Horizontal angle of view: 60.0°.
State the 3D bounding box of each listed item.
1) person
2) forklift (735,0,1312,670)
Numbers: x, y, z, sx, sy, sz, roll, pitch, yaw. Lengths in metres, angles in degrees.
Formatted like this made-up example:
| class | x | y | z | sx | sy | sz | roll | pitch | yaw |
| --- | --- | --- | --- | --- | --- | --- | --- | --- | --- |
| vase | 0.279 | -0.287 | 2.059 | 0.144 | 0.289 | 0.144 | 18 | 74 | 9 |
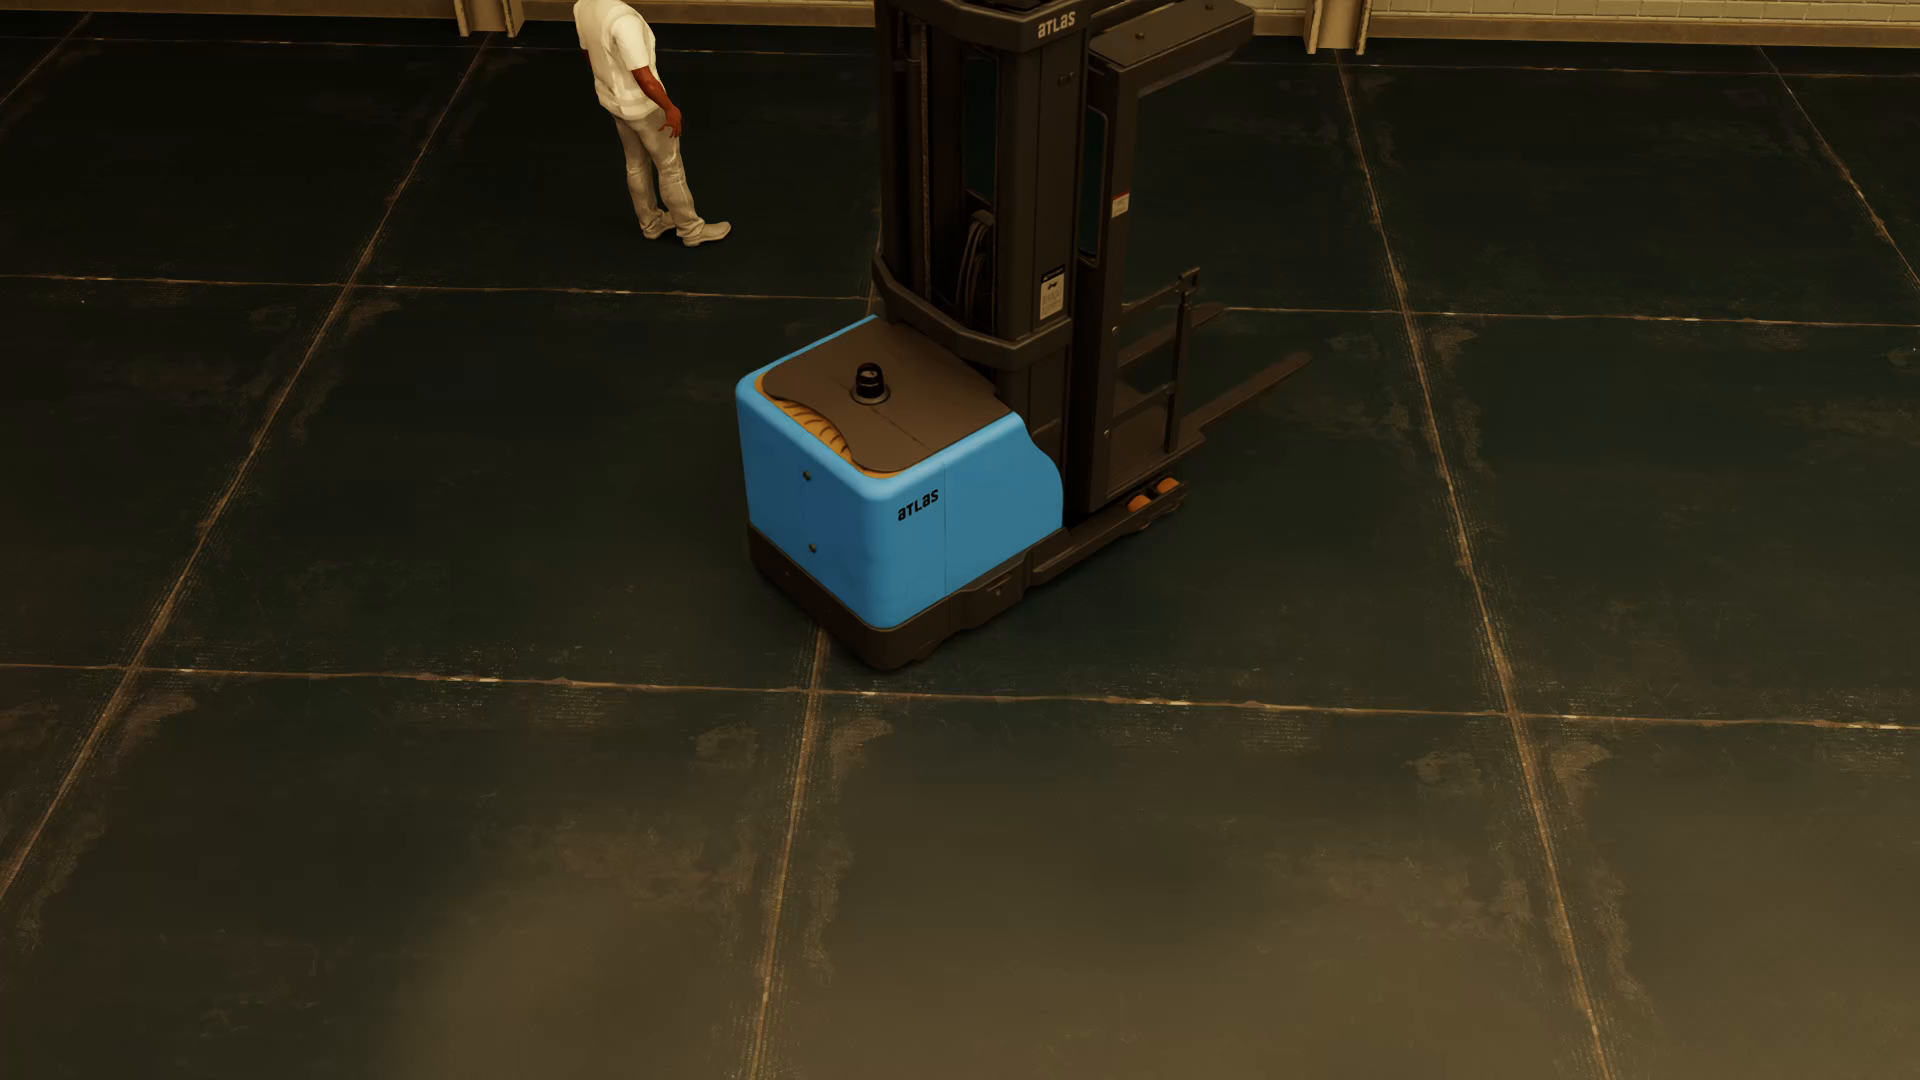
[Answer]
| class | x | y | z | sx | sy | sz | roll | pitch | yaw |
| --- | --- | --- | --- | --- | --- | --- | --- | --- | --- |
| person | -1.761 | -2.495 | 9.329 | 0.578 | 1.765 | 0.666 | -33 | 52 | -31 |
| forklift | 0.468 | -1.373 | 7.246 | 3.031 | 2.935 | 1.130 | -30 | 50 | -29 |
